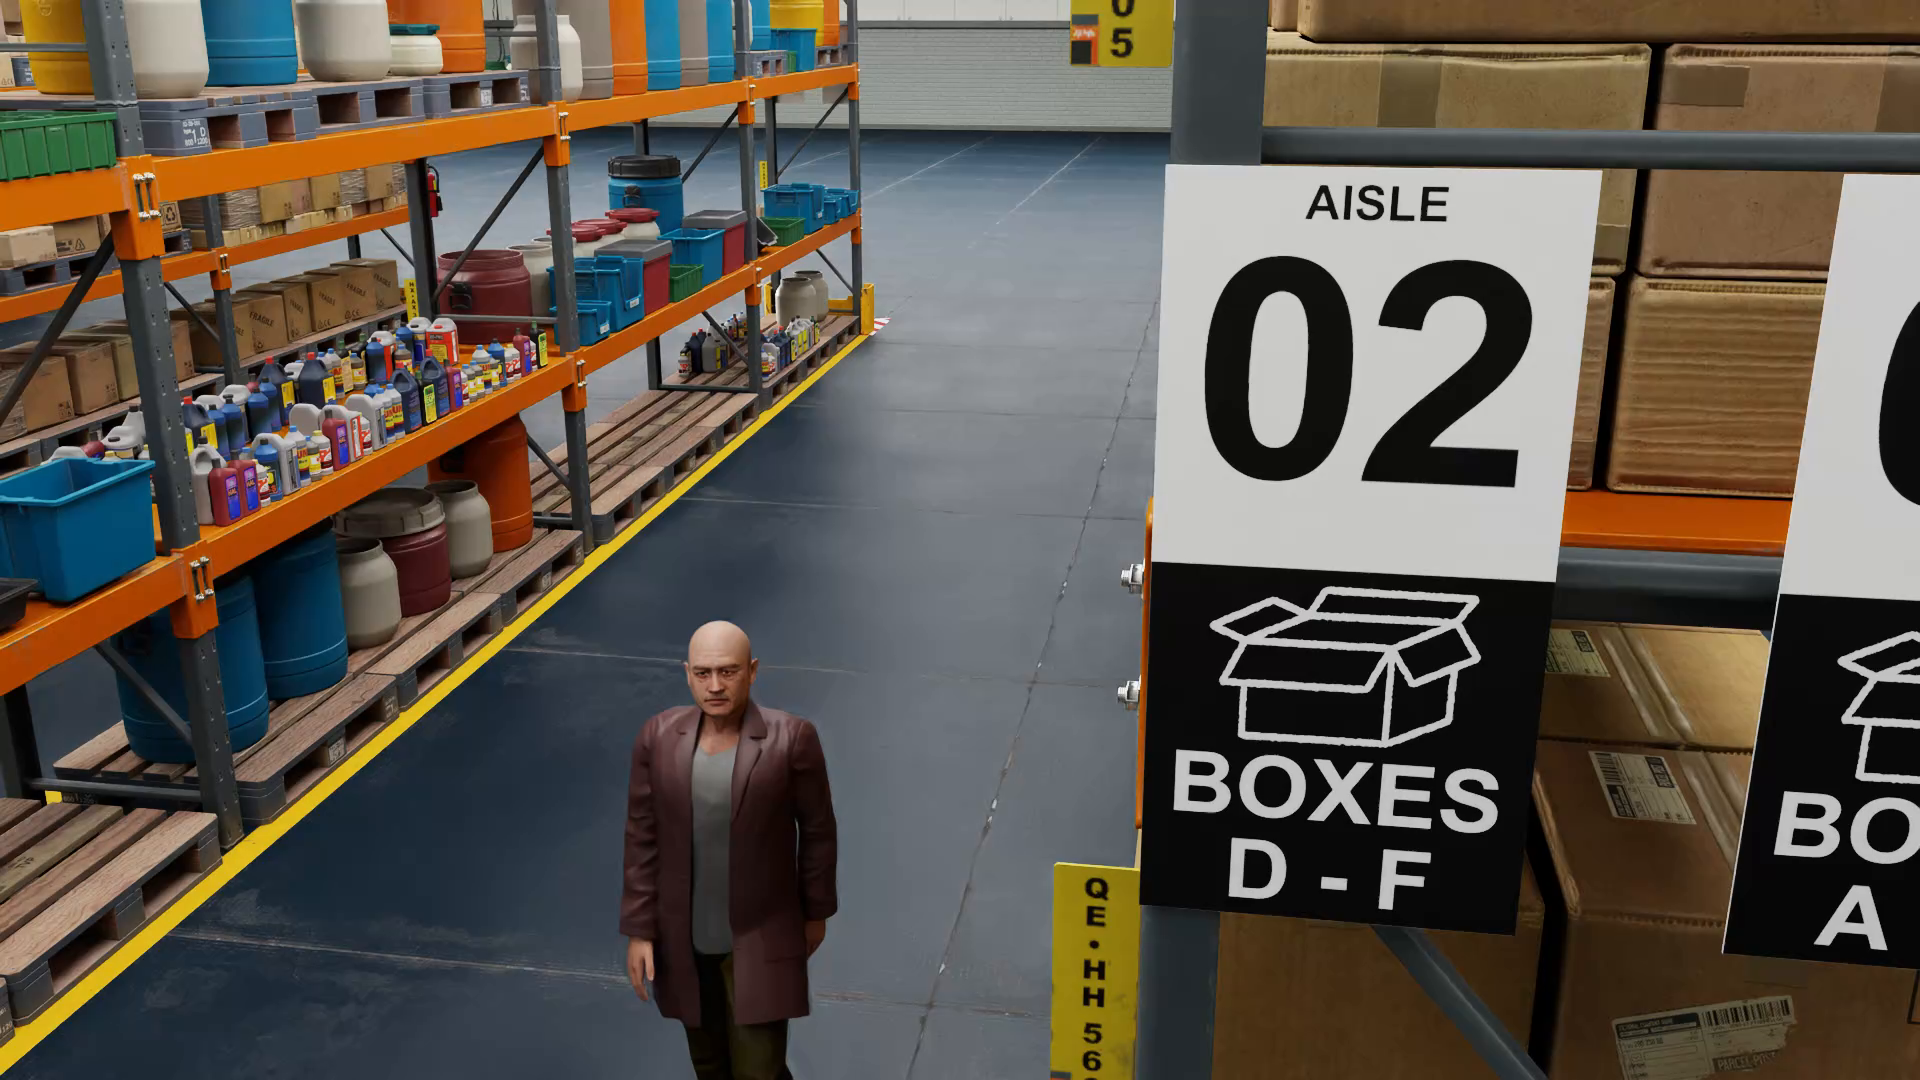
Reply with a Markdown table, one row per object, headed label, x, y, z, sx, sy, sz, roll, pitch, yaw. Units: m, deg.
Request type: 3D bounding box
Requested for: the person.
| label | x | y | z | sx | sy | sz | roll | pitch | yaw |
| --- | --- | --- | --- | --- | --- | --- | --- | --- | --- |
| person | -0.647 | 1.146 | 4.594 | 0.564 | 1.720 | 0.504 | 3 | 18 | 10 |
